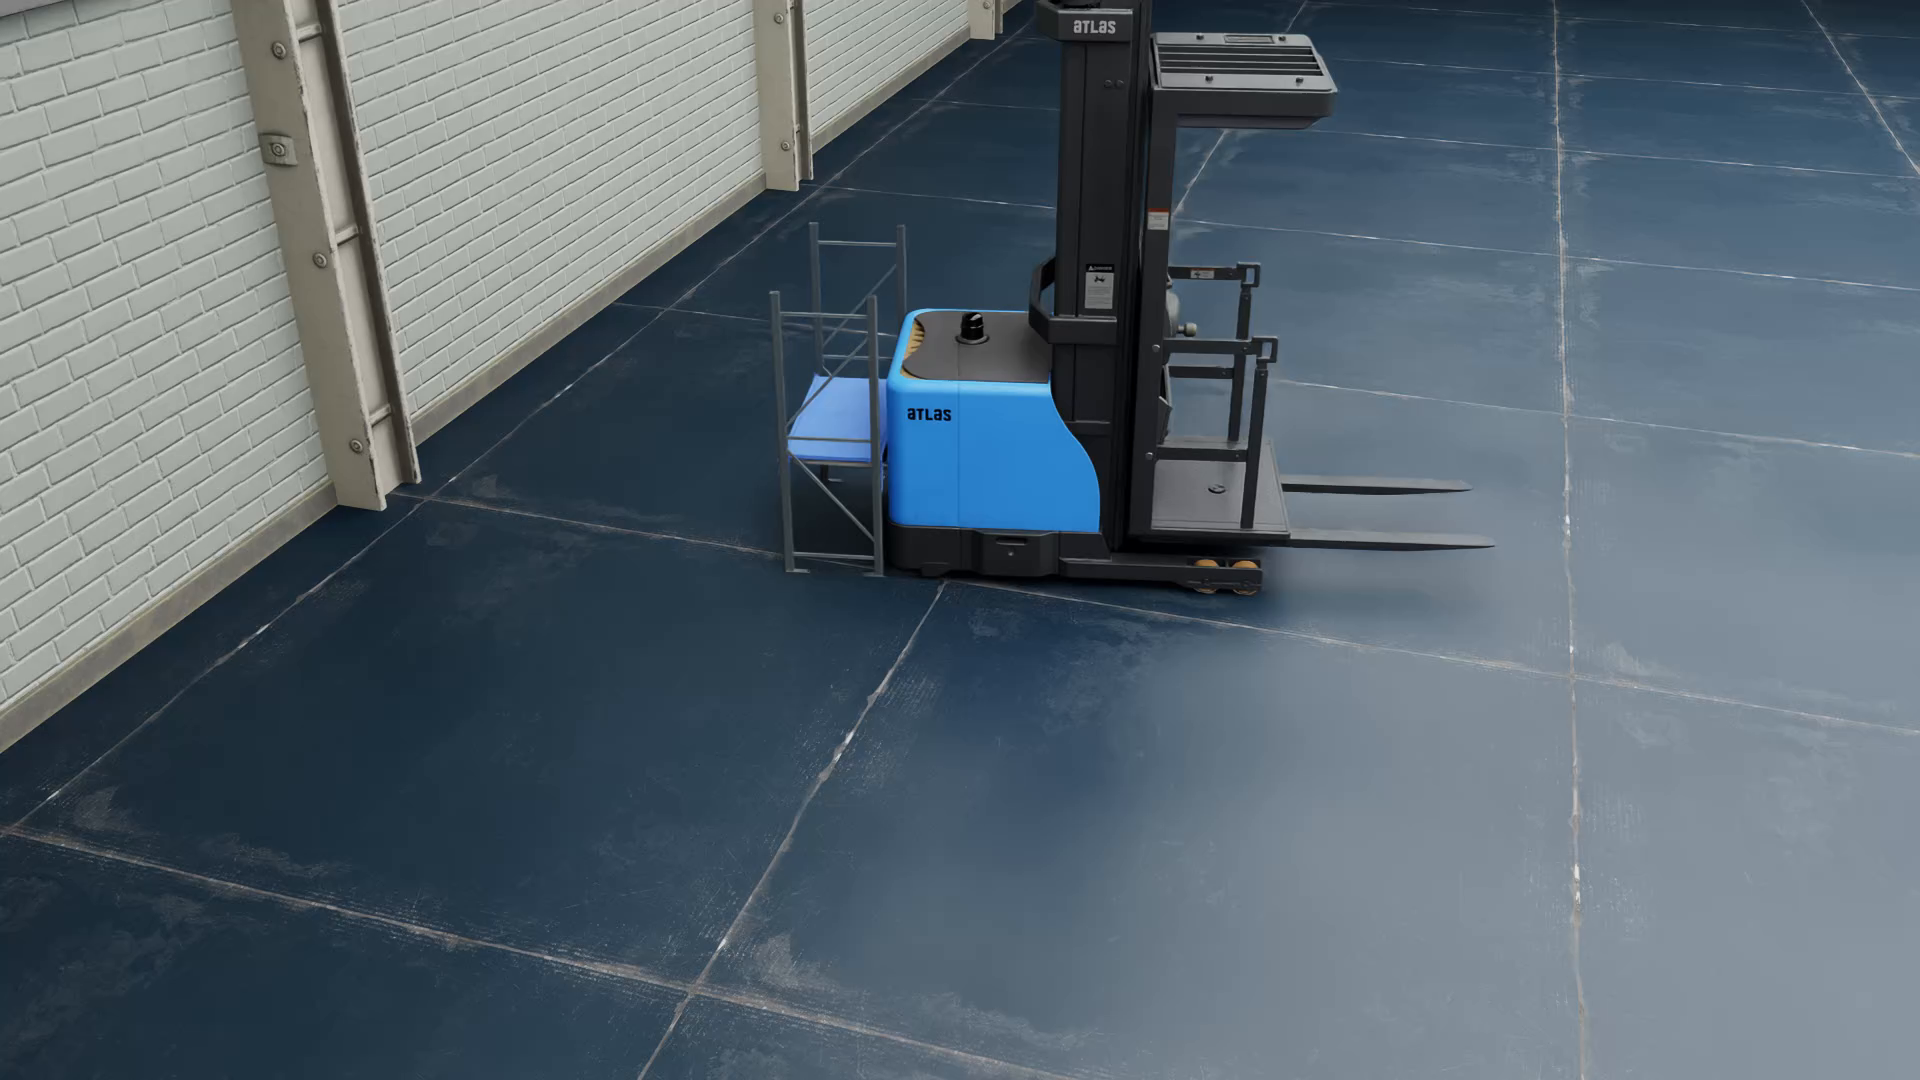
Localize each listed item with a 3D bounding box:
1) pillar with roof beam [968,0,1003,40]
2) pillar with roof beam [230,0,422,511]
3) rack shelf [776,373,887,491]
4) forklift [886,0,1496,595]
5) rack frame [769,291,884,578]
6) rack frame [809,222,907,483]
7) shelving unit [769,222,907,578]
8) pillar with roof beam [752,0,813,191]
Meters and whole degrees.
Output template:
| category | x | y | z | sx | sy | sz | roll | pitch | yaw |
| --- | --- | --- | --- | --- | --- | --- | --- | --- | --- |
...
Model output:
| category | x | y | z | sx | sy | sz | roll | pitch | yaw |
| --- | --- | --- | --- | --- | --- | --- | --- | --- | --- |
| pillar with roof beam | 4.405 | -9.166 | 15.969 | 9.100 | 9.000 | 0.400 | 8 | 30 | 15 |
| pillar with roof beam | 0.883 | -3.589 | 5.945 | 9.100 | 9.000 | 0.400 | 8 | 30 | 15 |
| rack shelf | -0.585 | -0.573 | 8.608 | 0.538 | 0.185 | 1.000 | 3 | 29 | 5 |
| forklift | 1.174 | -1.278 | 8.032 | 3.031 | 2.935 | 1.130 | 2 | 29 | 4 |
| rack frame | -0.636 | -0.485 | 8.078 | 0.500 | 1.500 | 0.032 | 3 | 29 | 5 |
| rack frame | -0.533 | -0.976 | 8.962 | 0.500 | 1.500 | 0.032 | 3 | 29 | 5 |
| shelving unit | -0.585 | -0.730 | 8.520 | 0.538 | 1.500 | 1.048 | 3 | 29 | 5 |
| pillar with roof beam | 2.644 | -6.377 | 10.957 | 9.100 | 9.000 | 0.400 | 8 | 30 | 15 |
